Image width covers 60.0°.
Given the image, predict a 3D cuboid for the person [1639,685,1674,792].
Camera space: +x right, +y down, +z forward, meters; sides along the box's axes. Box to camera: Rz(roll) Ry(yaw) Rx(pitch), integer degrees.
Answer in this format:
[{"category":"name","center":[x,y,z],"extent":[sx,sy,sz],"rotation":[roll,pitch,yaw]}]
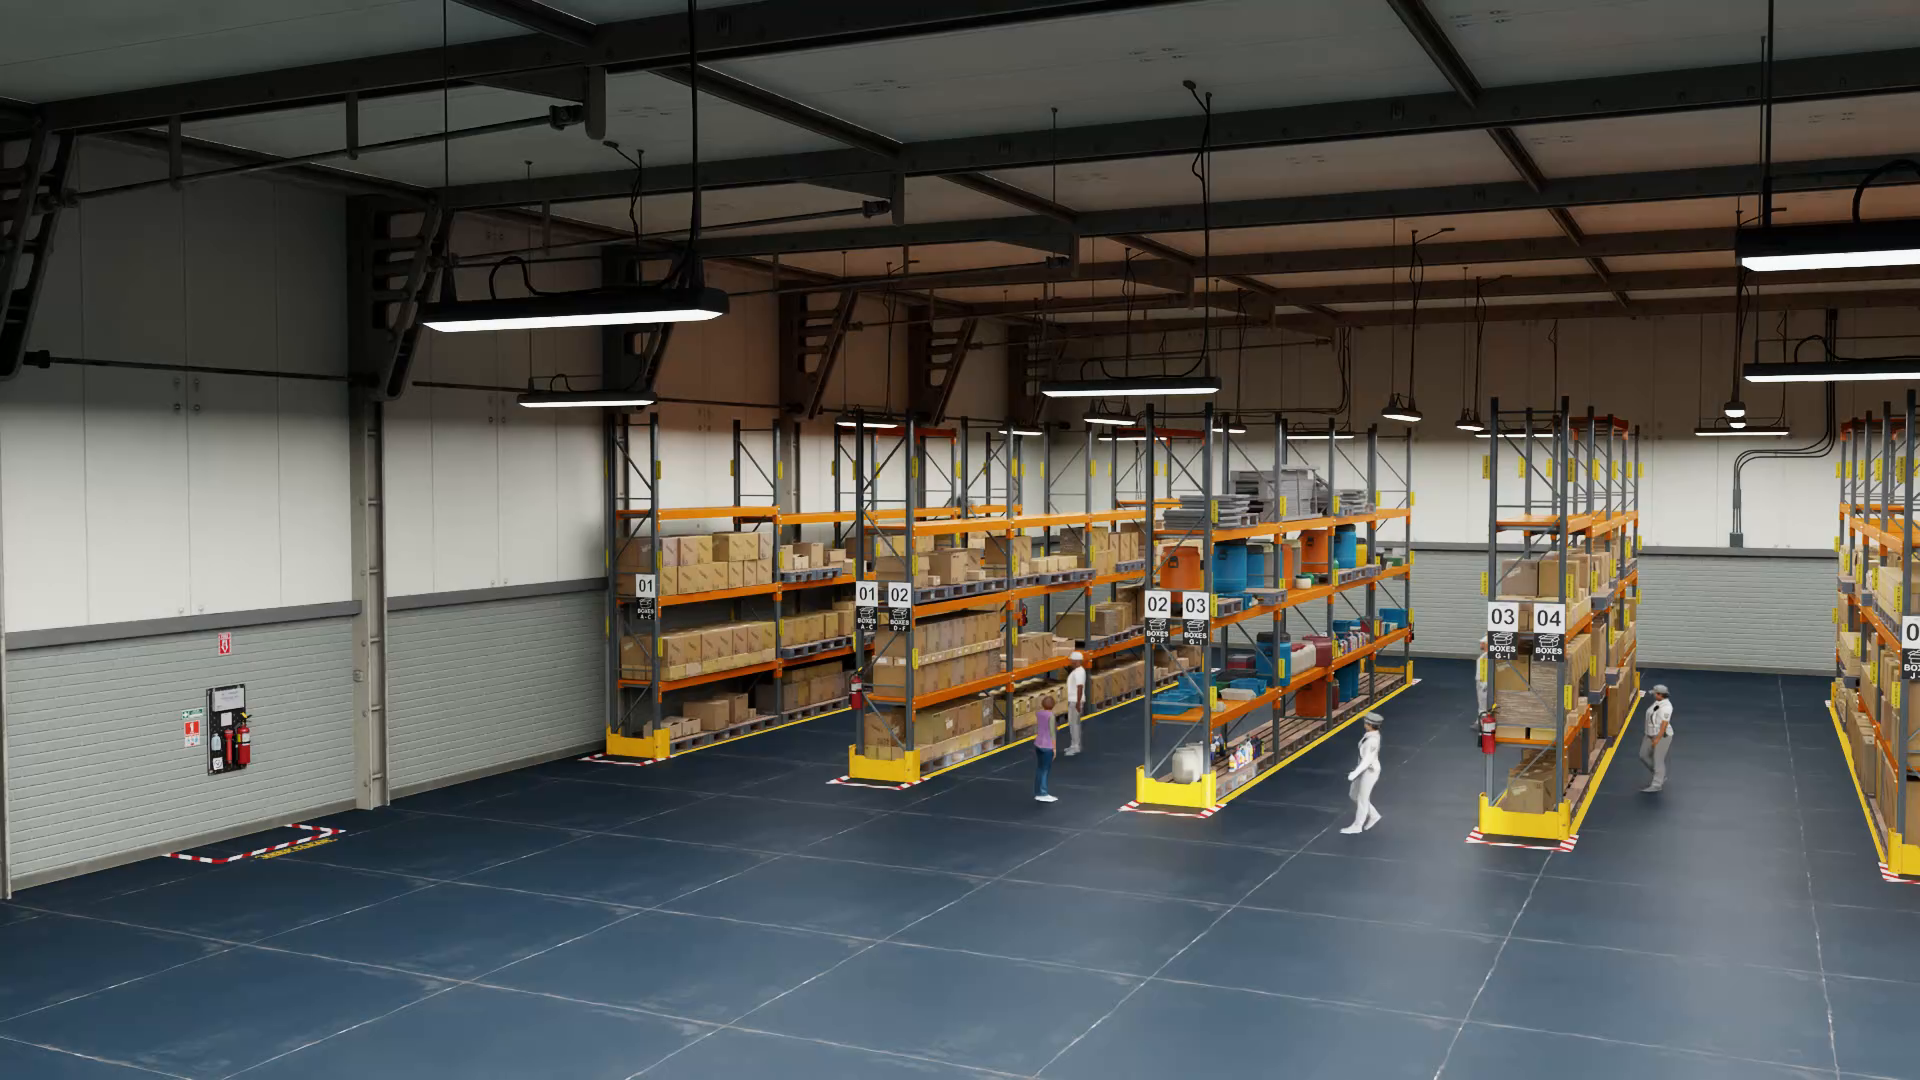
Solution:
[{"category":"person","center":[10.871,3.090,25.954],"extent":[0.502,1.681,0.543],"rotation":[0,2,-5]}]

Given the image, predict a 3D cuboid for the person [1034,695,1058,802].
[{"category":"person","center":[1.296,3.144,25.093],"extent":[0.310,1.607,0.441],"rotation":[-2,3,-34]}]

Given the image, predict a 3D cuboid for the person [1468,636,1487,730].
[{"category":"person","center":[10.068,2.756,32.215],"extent":[0.598,1.789,0.547],"rotation":[0,2,-6]}]

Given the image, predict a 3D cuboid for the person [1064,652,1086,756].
[{"category":"person","center":[2.037,2.887,29.458],"extent":[0.384,1.801,0.657],"rotation":[0,2,5]}]

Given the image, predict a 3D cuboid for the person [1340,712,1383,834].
[{"category":"person","center":[5.533,3.199,22.873],"extent":[0.591,1.663,0.541],"rotation":[0,2,-5]}]
